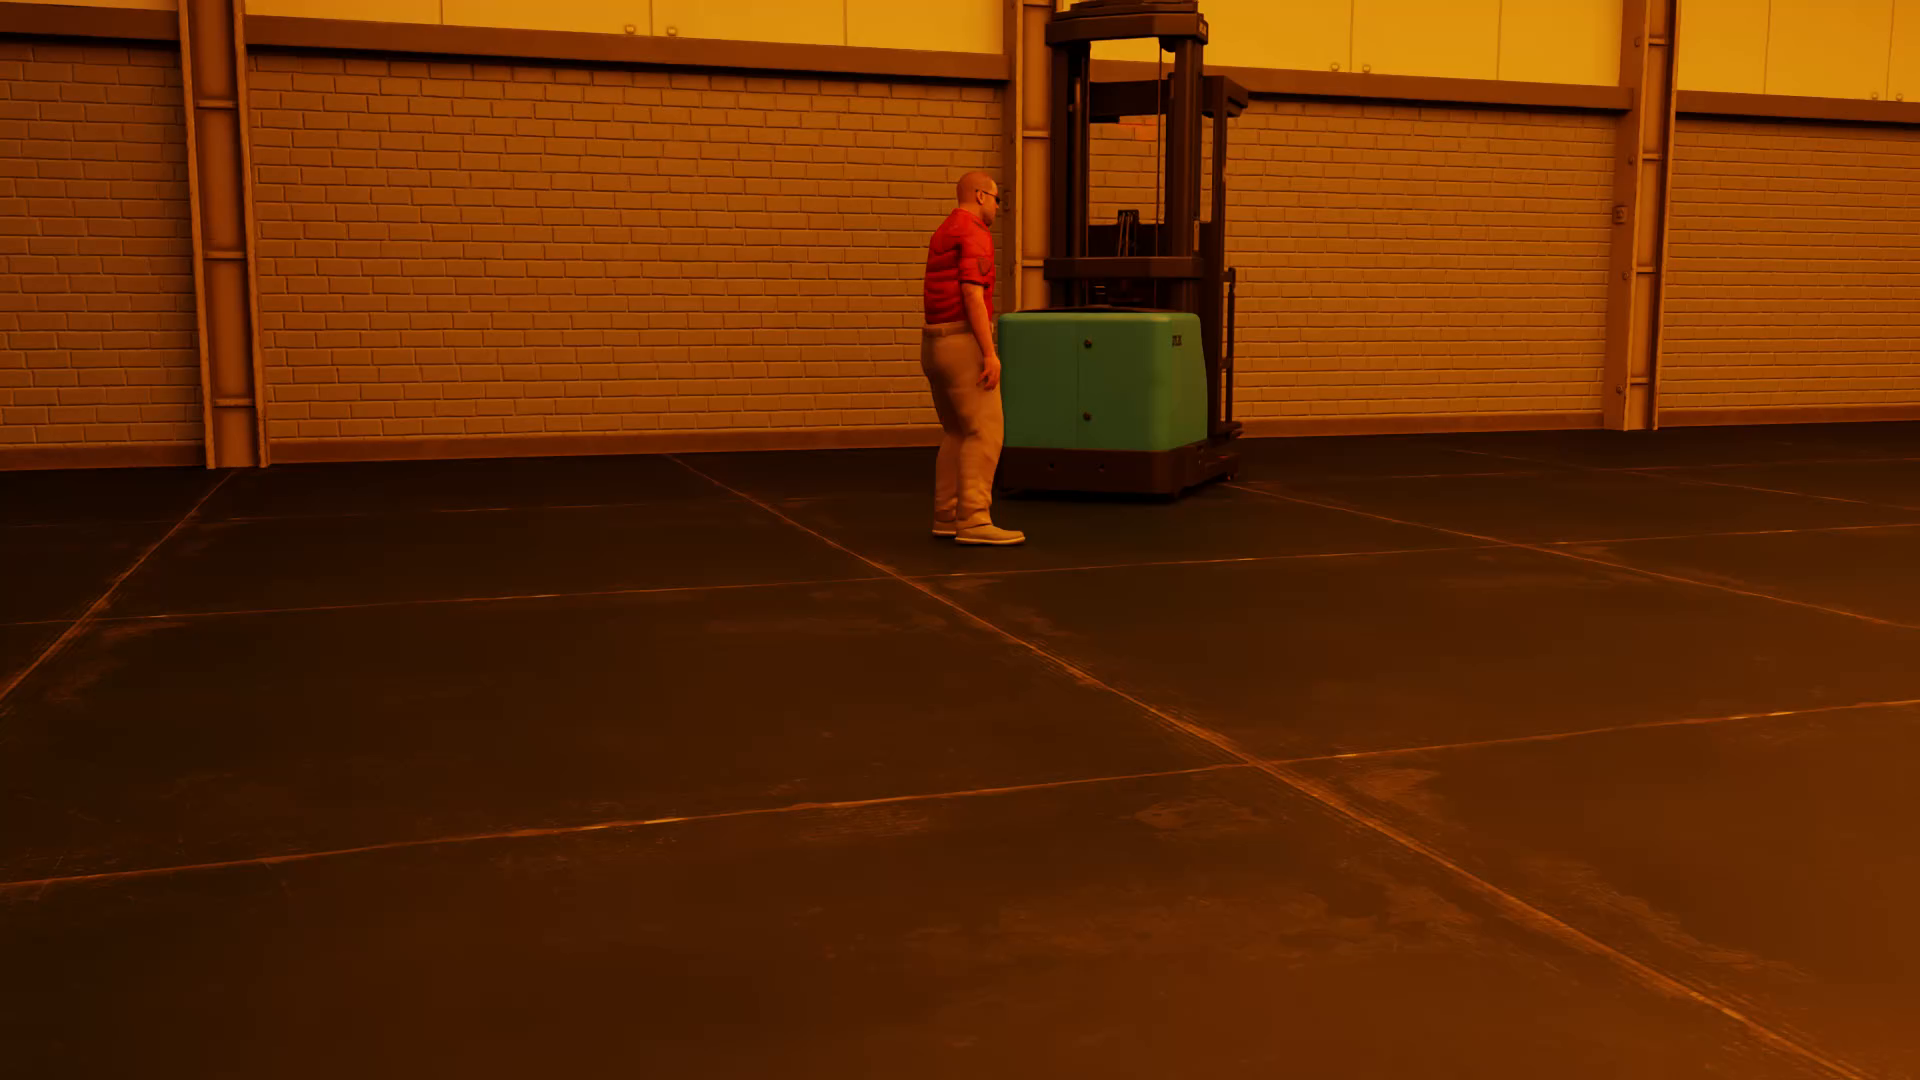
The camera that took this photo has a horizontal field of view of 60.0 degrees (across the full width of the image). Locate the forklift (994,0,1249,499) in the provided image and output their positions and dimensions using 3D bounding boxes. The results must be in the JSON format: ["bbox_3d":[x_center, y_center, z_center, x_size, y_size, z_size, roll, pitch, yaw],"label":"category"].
[{"bbox_3d":[1.199,-1.847,10.632,1.130,2.935,3.031,3,8,21],"label":"forklift"}]

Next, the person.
[{"bbox_3d":[0.033,-0.859,7.827,0.396,1.726,0.587,-3,8,-20],"label":"person"}]
